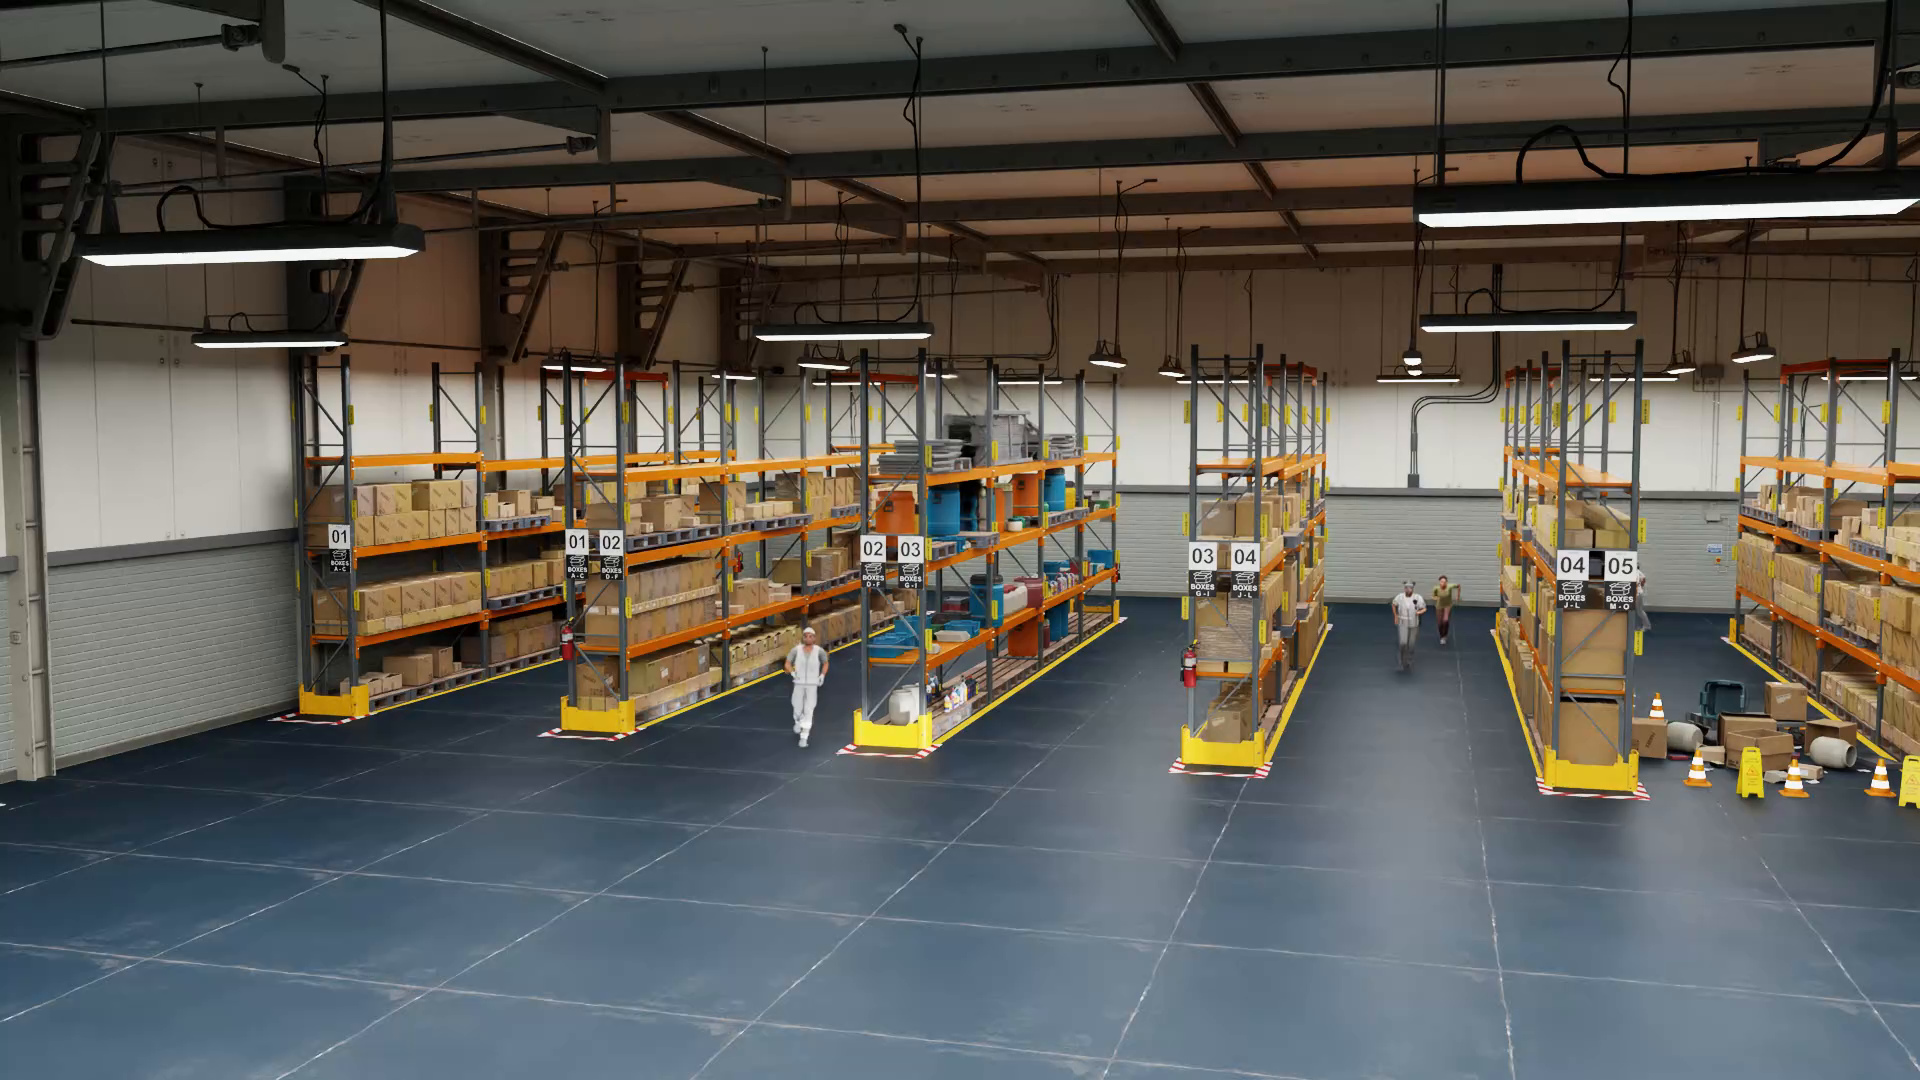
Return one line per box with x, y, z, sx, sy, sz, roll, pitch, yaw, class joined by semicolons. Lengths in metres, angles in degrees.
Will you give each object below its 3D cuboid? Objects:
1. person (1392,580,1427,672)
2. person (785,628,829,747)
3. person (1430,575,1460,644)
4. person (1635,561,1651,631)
8.799;1.691;32.573;0.651;1.827;0.769;1;4;11;person
-2.344;2.230;25.453;0.680;1.794;0.794;0;4;-4;person
10.587;1.509;36.283;0.609;1.538;0.911;2;5;21;person
15.594;1.288;38.402;0.730;1.737;0.571;1;5;18;person
